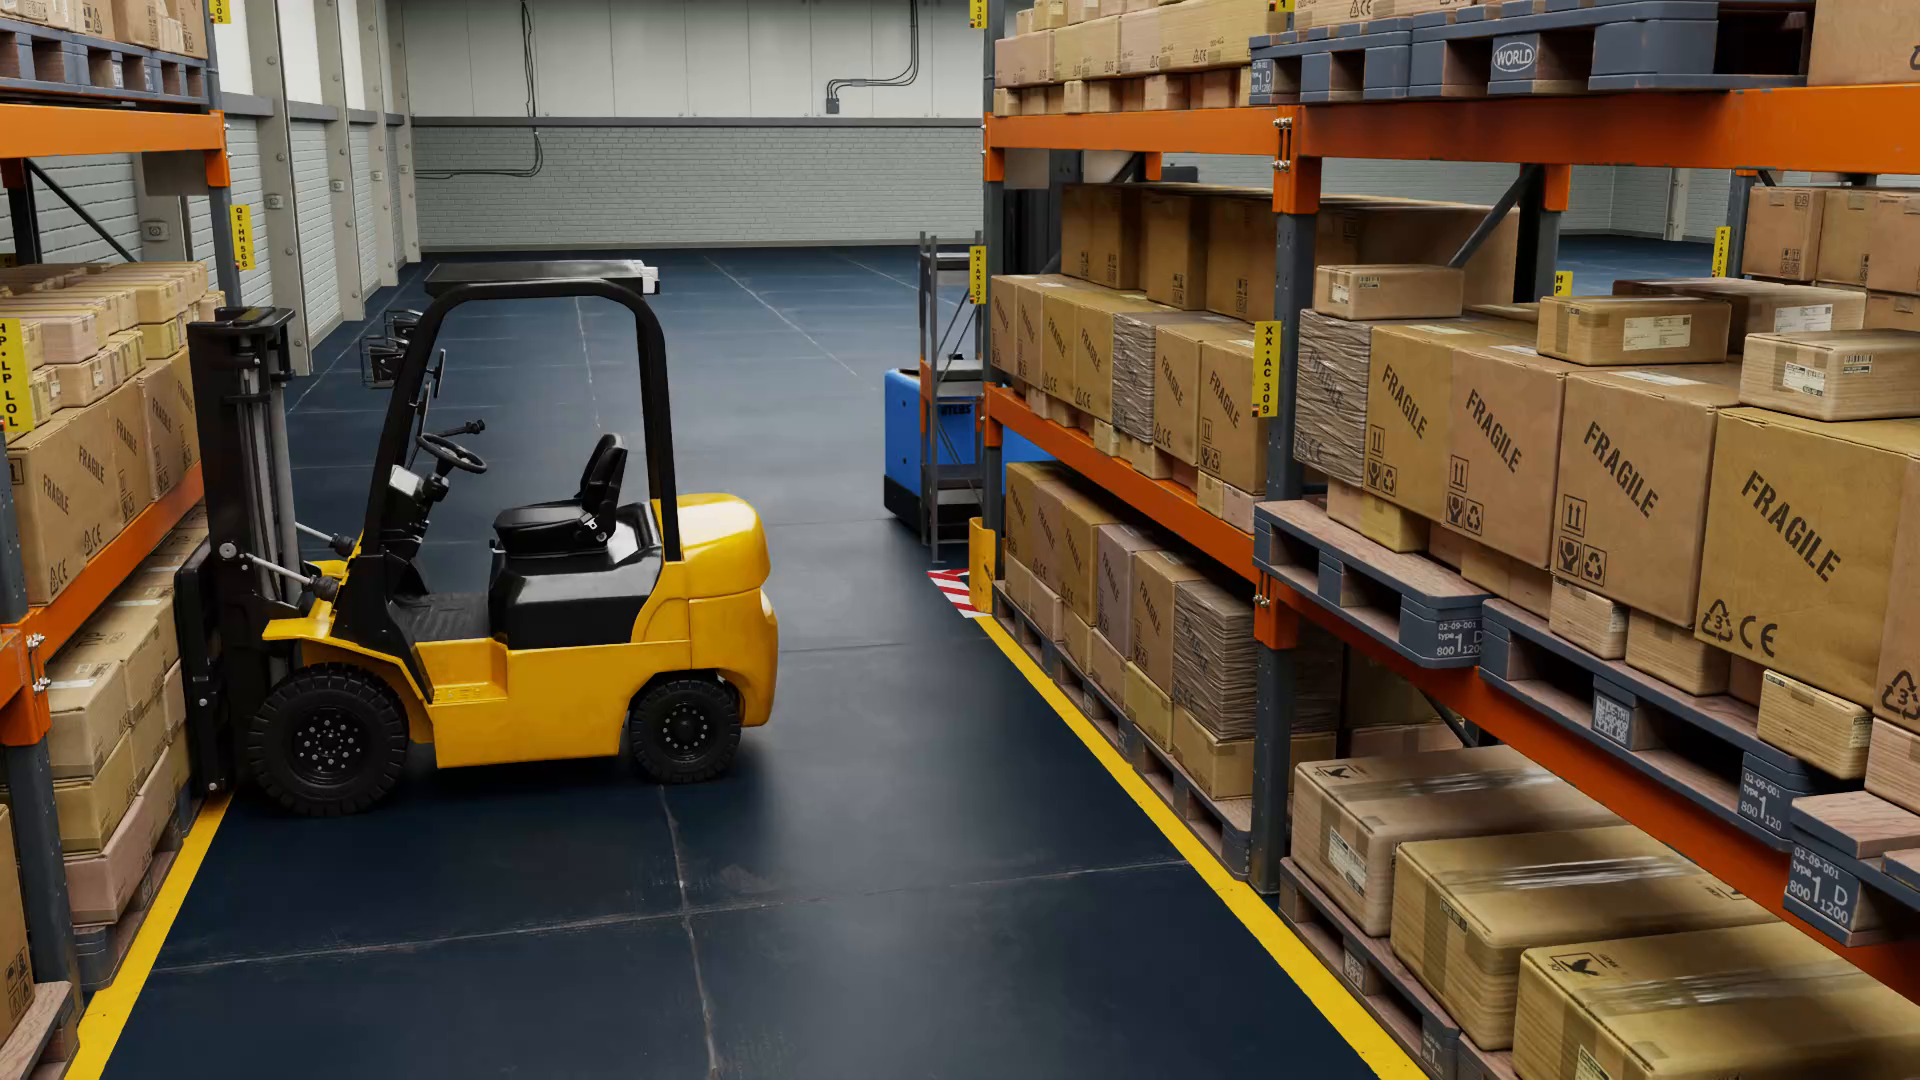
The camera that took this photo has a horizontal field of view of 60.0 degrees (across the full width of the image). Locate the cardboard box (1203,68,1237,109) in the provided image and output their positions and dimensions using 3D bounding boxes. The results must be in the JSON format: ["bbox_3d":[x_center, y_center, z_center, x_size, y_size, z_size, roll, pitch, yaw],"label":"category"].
[{"bbox_3d":[1.144,-1.704,6.290,0.380,0.149,0.250,-3,14,-13],"label":"cardboard box"}]

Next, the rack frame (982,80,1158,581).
[{"bbox_3d":[0.632,-1.115,9.671,1.000,3.000,0.127,-3,14,-13],"label":"rack frame"}]

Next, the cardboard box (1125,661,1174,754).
[{"bbox_3d":[1.037,0.696,7.168,0.500,0.250,0.500,-4,14,-15],"label":"cardboard box"}]

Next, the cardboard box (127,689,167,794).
[{"bbox_3d":[-3.186,0.729,5.977,0.500,0.250,0.500,-3,14,-13],"label":"cardboard box"}]

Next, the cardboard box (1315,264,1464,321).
[{"bbox_3d":[1.338,-0.776,5.195,0.380,0.149,0.250,-3,14,-13],"label":"cardboard box"}]

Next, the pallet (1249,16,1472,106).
[{"bbox_3d":[1.613,-1.410,4.953,1.213,0.211,1.003,-3,14,-13],"label":"pallet"}]

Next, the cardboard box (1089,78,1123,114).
[{"bbox_3d":[0.803,-1.999,7.498,0.380,0.149,0.250,-4,14,-15],"label":"cardboard box"}]

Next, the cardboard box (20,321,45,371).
[{"bbox_3d":[-3.257,-0.627,5.467,0.380,0.149,0.250,-4,14,-14],"label":"cardboard box"}]

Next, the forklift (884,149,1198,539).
[{"bbox_3d":[1.019,-1.619,11.876,3.031,2.935,1.130,-5,15,-19],"label":"forklift"}]

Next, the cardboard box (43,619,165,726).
[{"bbox_3d":[-3.171,0.484,5.929,0.500,0.250,0.500,-3,14,-13],"label":"cardboard box"}]

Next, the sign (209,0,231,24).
[{"bbox_3d":[-3.661,-2.713,8.194,0.100,0.325,0.005,-3,14,-13],"label":"sign"}]

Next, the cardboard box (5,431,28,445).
[{"bbox_3d":[-3.072,-0.367,5.030,0.380,0.149,0.250,-4,14,-14],"label":"cardboard box"}]

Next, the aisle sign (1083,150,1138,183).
[{"bbox_3d":[0.899,-2.408,9.487,0.394,0.787,0.004,-3,14,-13],"label":"aisle sign"}]

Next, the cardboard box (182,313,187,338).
[{"bbox_3d":[-3.701,-0.958,7.452,0.380,0.149,0.250,-3,14,-14],"label":"cardboard box"}]

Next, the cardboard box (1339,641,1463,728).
[{"bbox_3d":[1.695,0.424,6.700,0.500,0.500,0.500,-3,14,-11],"label":"cardboard box"}]

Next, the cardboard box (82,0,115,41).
[{"bbox_3d":[-3.607,-2.130,6.191,0.797,0.503,0.637,-3,14,-11],"label":"cardboard box"}]

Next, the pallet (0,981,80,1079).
[{"bbox_3d":[-3.042,1.608,4.402,1.003,0.211,1.213,-3,14,-13],"label":"pallet"}]

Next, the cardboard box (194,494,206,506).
[{"bbox_3d":[-3.781,-0.103,8.329,0.500,0.250,0.500,-3,14,-11],"label":"cardboard box"}]

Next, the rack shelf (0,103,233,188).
[{"bbox_3d":[-3.722,-1.484,6.376,1.077,0.370,4.000,-3,14,-13],"label":"rack shelf"}]

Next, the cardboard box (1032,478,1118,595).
[{"bbox_3d":[0.686,-0.020,8.518,0.500,0.500,0.500,-4,14,-15],"label":"cardboard box"}]

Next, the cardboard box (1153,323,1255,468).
[{"bbox_3d":[1.098,-0.592,6.694,0.500,0.500,0.500,-3,14,-11],"label":"cardboard box"}]

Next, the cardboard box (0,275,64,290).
[{"bbox_3d":[-4.173,-1.076,7.307,0.380,0.149,0.250,-3,14,-13],"label":"cardboard box"}]

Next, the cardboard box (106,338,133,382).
[{"bbox_3d":[-3.344,-0.663,6.245,0.380,0.149,0.250,-4,14,-15],"label":"cardboard box"}]

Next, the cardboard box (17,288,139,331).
[{"bbox_3d":[-3.537,-0.921,6.673,0.380,0.149,0.250,-3,14,-12],"label":"cardboard box"}]

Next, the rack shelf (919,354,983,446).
[{"bbox_3d":[-0.022,-0.917,10.813,0.431,0.518,0.480,-2,14,-9],"label":"rack shelf"}]

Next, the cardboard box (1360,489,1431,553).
[{"bbox_3d":[1.444,-0.071,5.042,0.380,0.149,0.250,-3,14,-12],"label":"cardboard box"}]

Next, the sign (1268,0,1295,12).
[{"bbox_3d":[1.046,-1.869,5.345,0.100,0.325,0.005,-3,14,-13],"label":"sign"}]

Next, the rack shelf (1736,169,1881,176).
[{"bbox_3d":[5.890,-2.061,8.736,1.077,0.370,4.000,-3,14,-13],"label":"rack shelf"}]

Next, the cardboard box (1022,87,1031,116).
[{"bbox_3d":[0.543,-2.300,8.730,0.380,0.149,0.250,-4,14,-15],"label":"cardboard box"}]

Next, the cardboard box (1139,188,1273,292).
[{"bbox_3d":[1.296,-1.459,8.135,0.700,0.500,0.500,-3,14,-14],"label":"cardboard box"}]

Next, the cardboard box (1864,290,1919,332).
[{"bbox_3d":[5.711,-1.142,9.466,0.875,0.550,0.550,-3,14,-13],"label":"cardboard box"}]

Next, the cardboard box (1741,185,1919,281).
[{"bbox_3d":[5.469,-1.924,10.390,0.875,0.550,0.550,-3,14,-13],"label":"cardboard box"}]

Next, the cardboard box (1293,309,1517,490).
[{"bbox_3d":[1.403,-0.465,5.289,0.500,0.500,0.500,-3,14,-12],"label":"cardboard box"}]

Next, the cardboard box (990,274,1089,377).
[{"bbox_3d":[0.474,-1.183,9.113,0.500,0.500,0.500,-4,14,-14],"label":"cardboard box"}]

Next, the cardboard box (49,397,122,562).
[{"bbox_3d":[-3.241,-0.199,5.712,0.500,0.500,0.500,-3,14,-12],"label":"cardboard box"}]

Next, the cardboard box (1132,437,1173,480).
[{"bbox_3d":[0.958,-0.362,7.116,0.380,0.149,0.250,-3,14,-14],"label":"cardboard box"}]

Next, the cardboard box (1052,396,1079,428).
[{"bbox_3d":[0.676,-0.661,8.342,0.380,0.149,0.250,-3,14,-12],"label":"cardboard box"}]

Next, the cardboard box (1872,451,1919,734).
[{"bbox_3d":[2.002,0.125,2.871,0.500,0.500,0.500,-4,14,-14],"label":"cardboard box"}]

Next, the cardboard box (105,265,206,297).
[{"bbox_3d":[-3.815,-1.220,7.895,0.380,0.149,0.250,-3,14,-13],"label":"cardboard box"}]

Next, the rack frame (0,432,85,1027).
[{"bbox_3d":[-3.252,0.085,4.758,1.000,3.000,0.127,-3,14,-13],"label":"rack frame"}]

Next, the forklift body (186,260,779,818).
[{"bbox_3d":[-1.973,-0.089,7.261,2.313,2.155,1.214,-3,14,-13],"label":"forklift body"}]

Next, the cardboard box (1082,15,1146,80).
[{"bbox_3d":[0.847,-2.159,7.314,0.500,0.250,0.500,-3,14,-12],"label":"cardboard box"}]

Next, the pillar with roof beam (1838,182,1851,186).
[{"bbox_3d":[15.893,-10.593,35.826,9.100,9.000,0.400,-3,14,-13],"label":"pillar with roof beam"}]

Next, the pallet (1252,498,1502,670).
[{"bbox_3d":[1.610,0.085,5.162,1.003,0.211,1.213,-3,14,-13],"label":"pallet"}]

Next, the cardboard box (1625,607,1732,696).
[{"bbox_3d":[1.764,0.233,3.797,0.380,0.149,0.250,-4,14,-15],"label":"cardboard box"}]

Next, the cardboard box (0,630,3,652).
[{"bbox_3d":[-2.880,0.260,4.359,0.500,0.250,0.500,-3,14,-12],"label":"cardboard box"}]

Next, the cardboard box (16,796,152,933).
[{"bbox_3d":[-3.044,1.087,5.567,0.500,0.250,0.500,-3,14,-13],"label":"cardboard box"}]

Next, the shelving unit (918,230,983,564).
[{"bbox_3d":[-0.022,-0.930,10.810,0.431,2.100,0.503,-2,14,-9],"label":"shelving unit"}]

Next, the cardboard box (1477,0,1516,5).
[{"bbox_3d":[1.579,-1.392,3.913,0.500,0.250,0.500,-3,14,-14],"label":"cardboard box"}]
